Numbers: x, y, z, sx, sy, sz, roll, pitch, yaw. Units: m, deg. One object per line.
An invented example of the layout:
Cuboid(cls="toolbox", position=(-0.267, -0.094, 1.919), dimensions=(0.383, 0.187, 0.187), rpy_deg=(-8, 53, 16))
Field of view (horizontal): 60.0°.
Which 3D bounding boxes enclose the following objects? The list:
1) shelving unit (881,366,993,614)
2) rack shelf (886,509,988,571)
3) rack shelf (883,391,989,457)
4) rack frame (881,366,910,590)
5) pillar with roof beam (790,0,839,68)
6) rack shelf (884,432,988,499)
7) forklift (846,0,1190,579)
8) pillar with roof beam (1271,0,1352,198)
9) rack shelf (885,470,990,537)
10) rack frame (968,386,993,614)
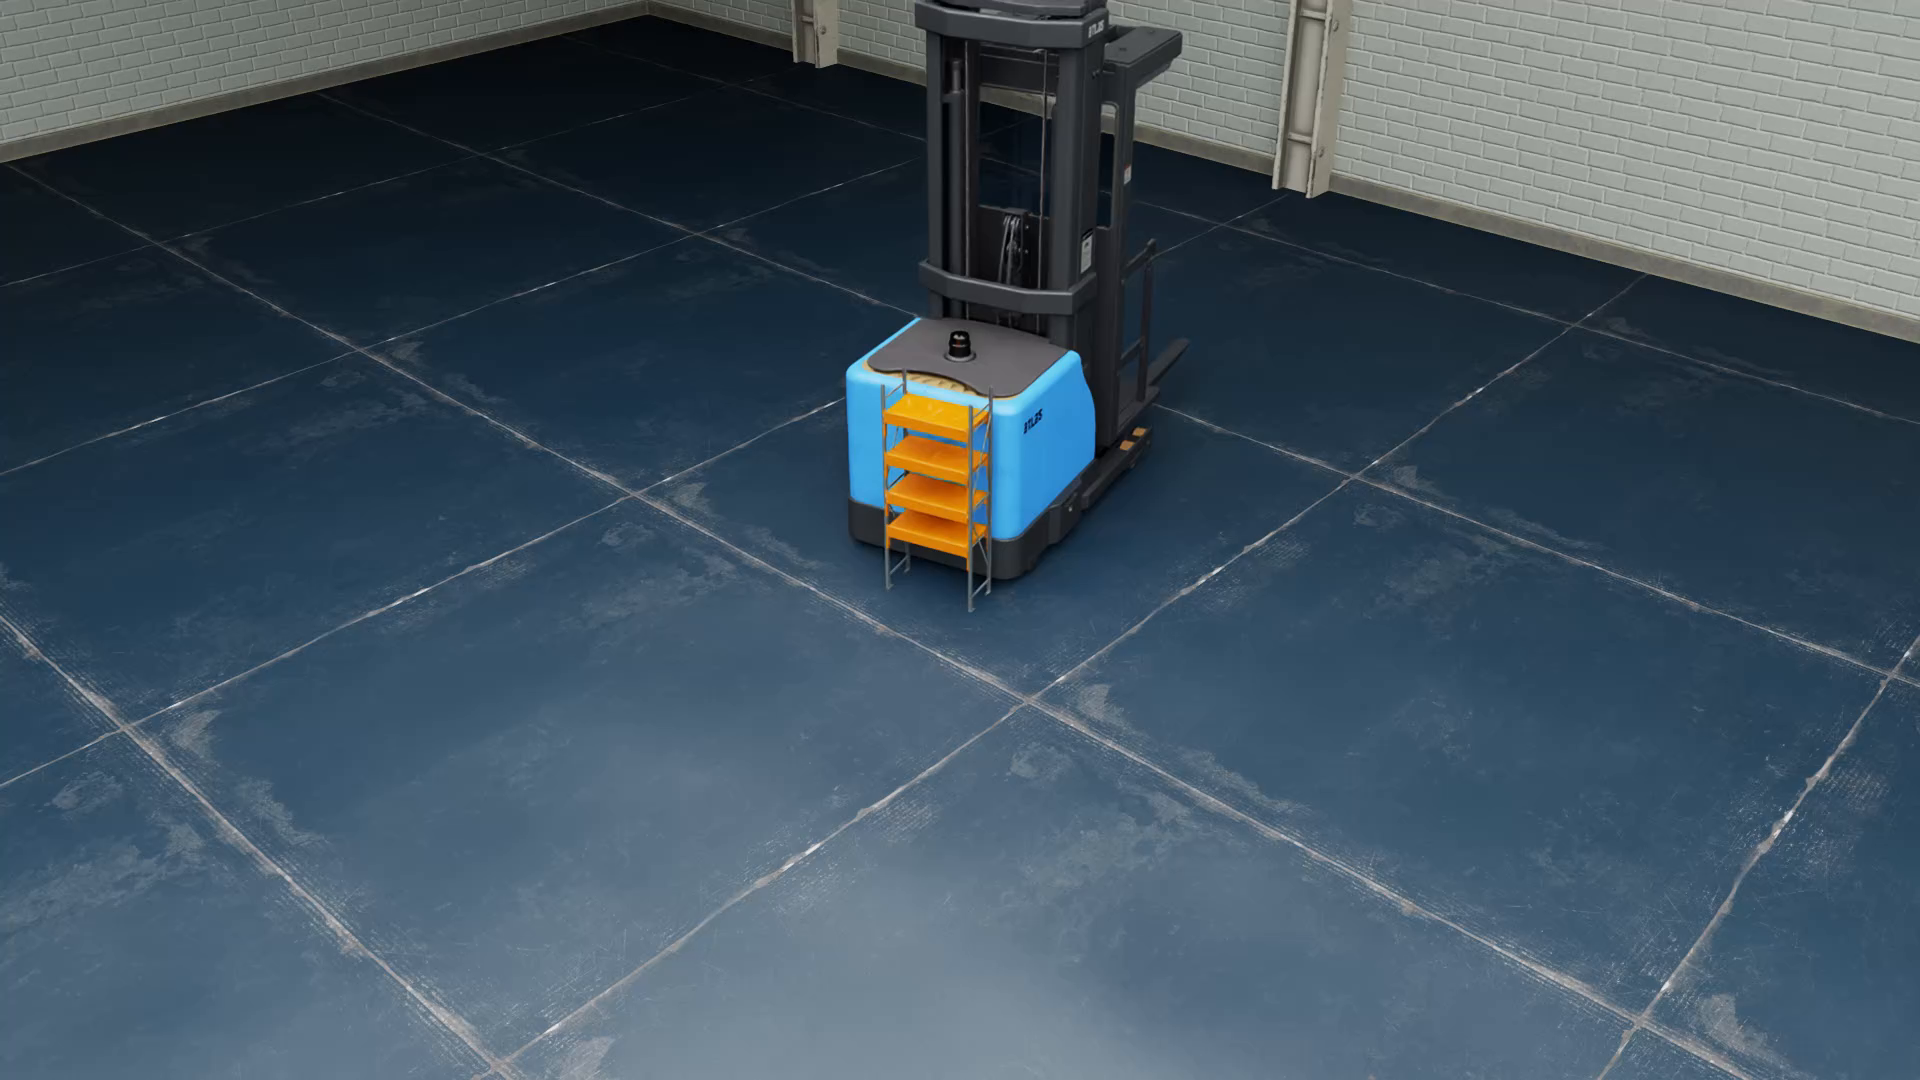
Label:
Cuboid(cls="shelving unit", position=(-0.113, -0.246, 8.496), dimensions=(0.503, 1.200, 0.258), rpy_deg=(15, 34, 23))
Cuboid(cls="rack shelf", position=(-0.113, -0.019, 8.633), dimensions=(0.480, 0.148, 0.258), rpy_deg=(15, 34, 23))
Cuboid(cls="rack shelf", position=(-0.113, -0.583, 8.293), dimensions=(0.480, 0.148, 0.258), rpy_deg=(15, 34, 23))
Cuboid(cls="rack frame", position=(-0.330, -0.304, 8.592), dimensions=(0.015, 1.200, 0.240), rpy_deg=(15, 34, 23))
Cuboid(cls="pillar with roof beam", position=(-4.418, -7.296, 12.645), dimensions=(0.400, 9.000, 9.100), rpy_deg=(25, 39, 35))
Cuboid(cls="rack shelf", position=(-0.113, -0.380, 8.415), dimensions=(0.480, 0.148, 0.258), rpy_deg=(15, 34, 23))
Cuboid(cls="forklift", position=(0.521, -1.783, 9.370), dimensions=(1.130, 2.935, 3.031), rpy_deg=(15, 34, 24))
Cuboid(cls="pillar with roof beam", position=(0.031, -5.220, 9.196), dimensions=(0.400, 9.000, 9.100), rpy_deg=(25, 39, 35))
Cuboid(cls="rack shelf", position=(-0.113, -0.189, 8.531), dimensions=(0.480, 0.148, 0.258), rpy_deg=(15, 34, 23))
Cuboid(cls="rack frame", position=(0.103, -0.189, 8.400), dimensions=(0.015, 1.200, 0.240), rpy_deg=(15, 34, 23))
